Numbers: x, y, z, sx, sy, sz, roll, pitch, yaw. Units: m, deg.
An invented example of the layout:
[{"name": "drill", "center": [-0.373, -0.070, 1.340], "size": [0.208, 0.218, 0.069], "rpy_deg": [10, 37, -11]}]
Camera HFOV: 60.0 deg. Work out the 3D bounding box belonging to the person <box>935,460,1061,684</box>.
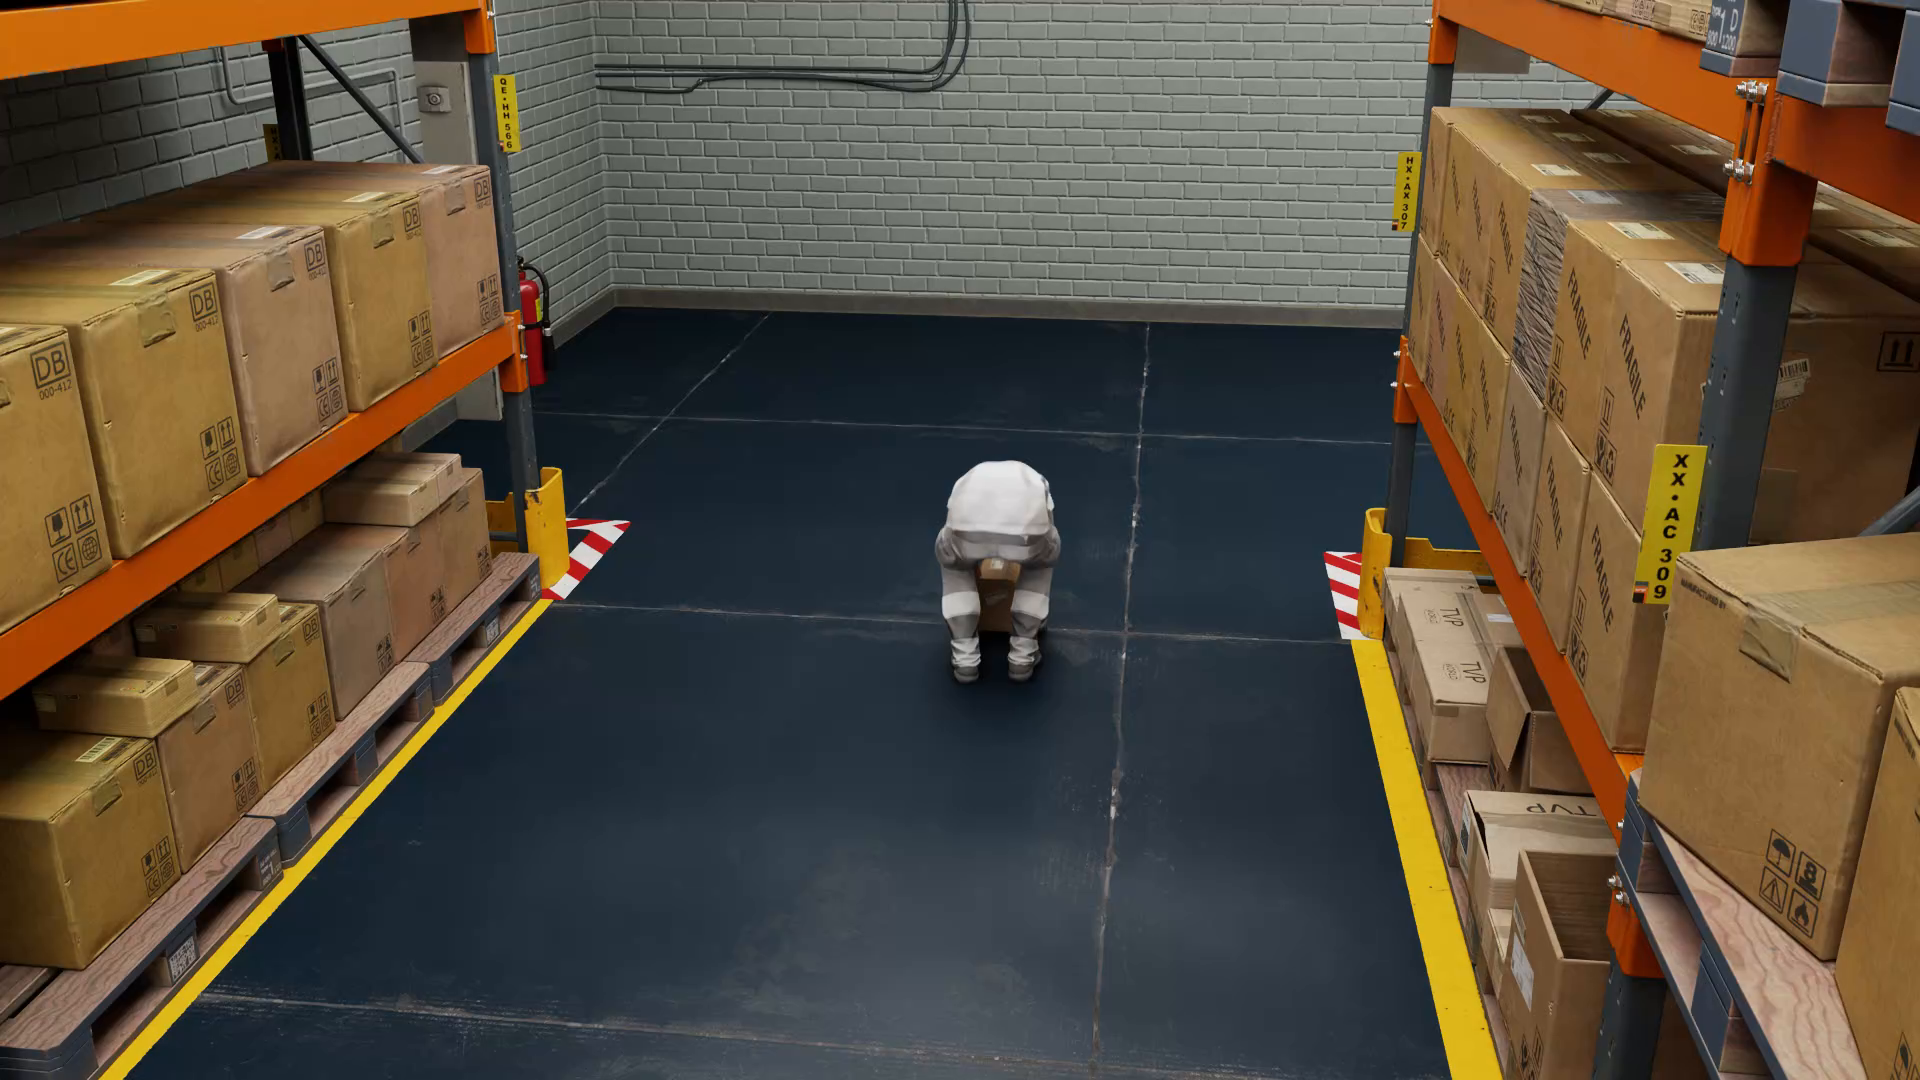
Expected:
[{"name": "person", "center": [0.163, 0.063, 7.061], "size": [0.529, 0.941, 0.949], "rpy_deg": [1, 21, 4]}]
